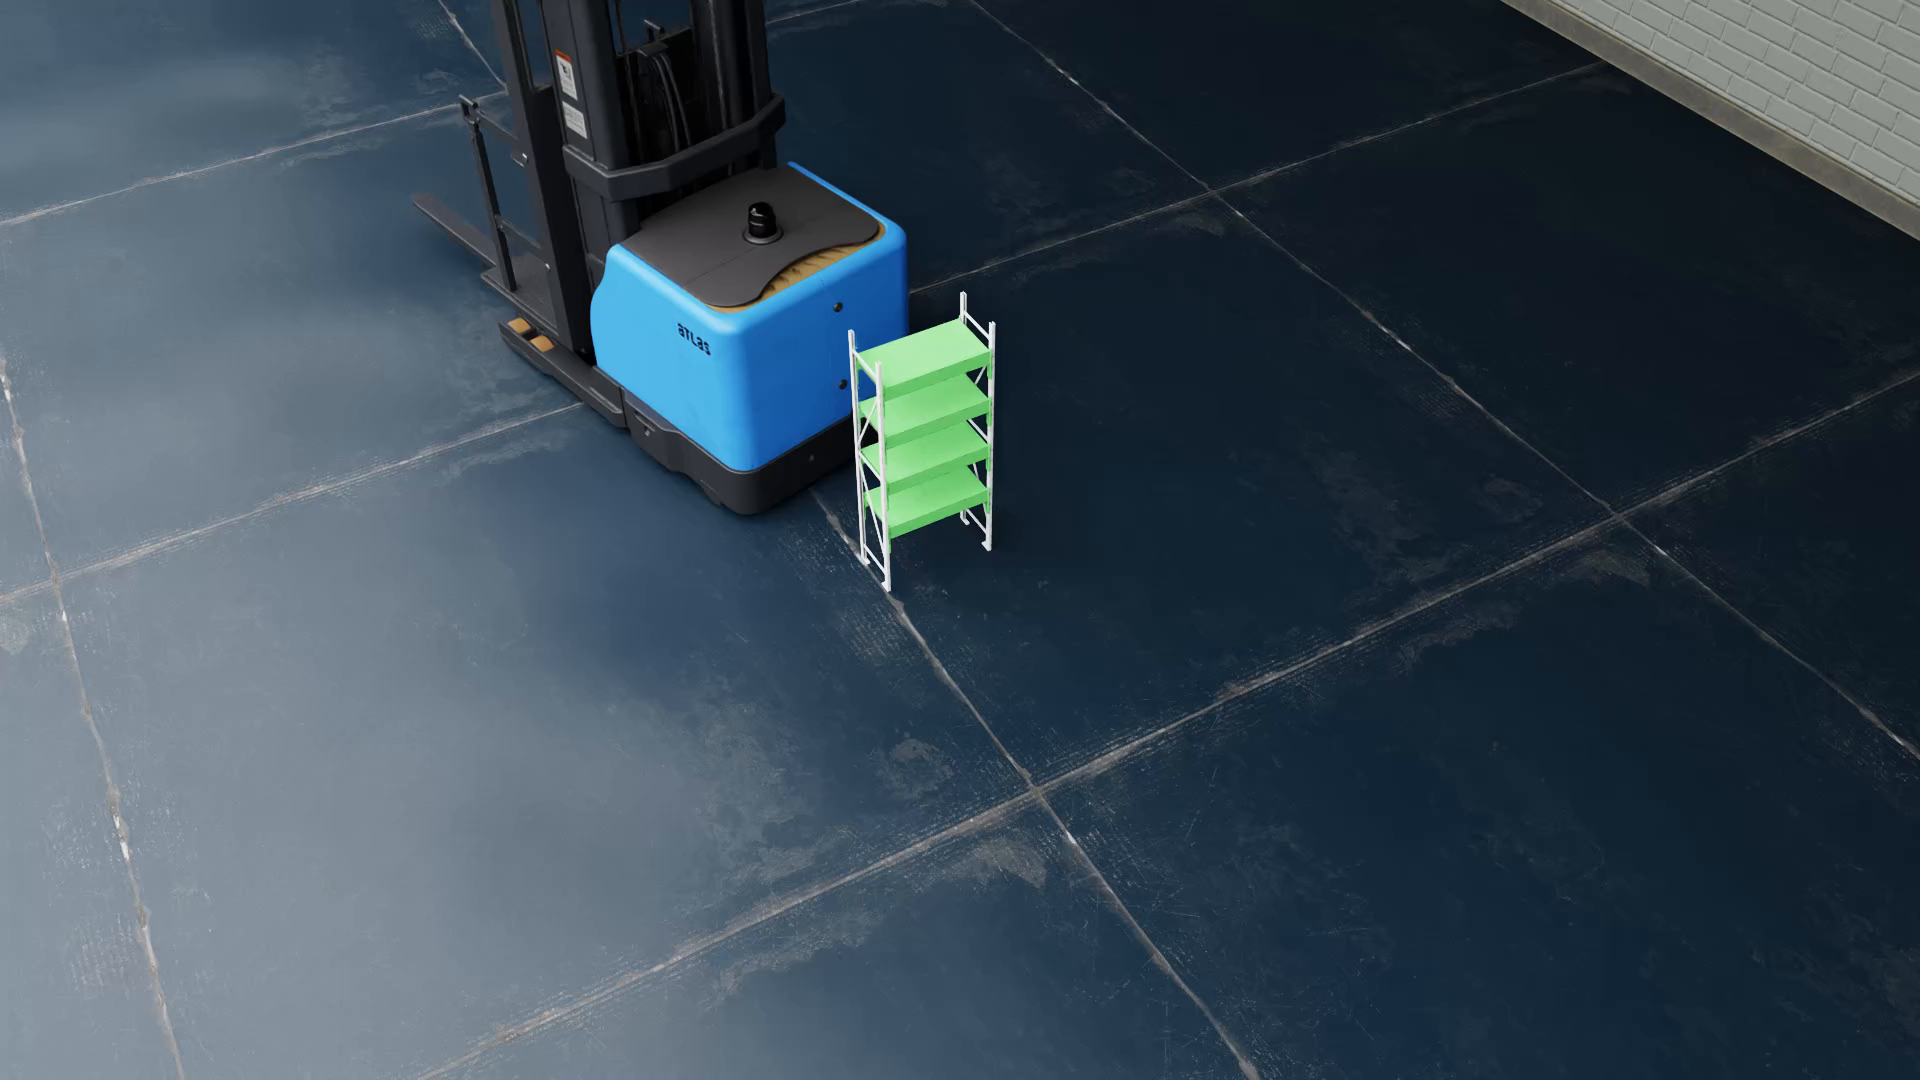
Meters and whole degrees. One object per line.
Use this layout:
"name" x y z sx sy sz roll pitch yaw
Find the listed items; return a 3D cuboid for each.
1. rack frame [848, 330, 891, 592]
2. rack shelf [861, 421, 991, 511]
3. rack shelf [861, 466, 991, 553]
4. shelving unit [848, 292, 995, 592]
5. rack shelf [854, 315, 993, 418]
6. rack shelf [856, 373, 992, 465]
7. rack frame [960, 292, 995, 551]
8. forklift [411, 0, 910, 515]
"rack frame" -0.355 -0.288 6.615 0.015 1.200 0.240 -22 48 -21
"rack shelf" -0.144 -0.327 6.747 0.480 0.148 0.258 -22 48 -21
"rack shelf" -0.144 -0.155 6.914 0.480 0.148 0.258 -22 48 -21
"shelving unit" -0.144 -0.373 6.702 0.503 1.200 0.258 -22 48 -21
"rack shelf" -0.144 -0.672 6.413 0.480 0.148 0.258 -22 48 -21
"rack shelf" -0.144 -0.500 6.580 0.480 0.148 0.258 -22 48 -21
"rack frame" 0.068 -0.458 6.790 0.015 1.200 0.240 -22 48 -21
"forklift" -1.590 -2.092 7.230 1.130 2.935 3.031 -34 53 -30
